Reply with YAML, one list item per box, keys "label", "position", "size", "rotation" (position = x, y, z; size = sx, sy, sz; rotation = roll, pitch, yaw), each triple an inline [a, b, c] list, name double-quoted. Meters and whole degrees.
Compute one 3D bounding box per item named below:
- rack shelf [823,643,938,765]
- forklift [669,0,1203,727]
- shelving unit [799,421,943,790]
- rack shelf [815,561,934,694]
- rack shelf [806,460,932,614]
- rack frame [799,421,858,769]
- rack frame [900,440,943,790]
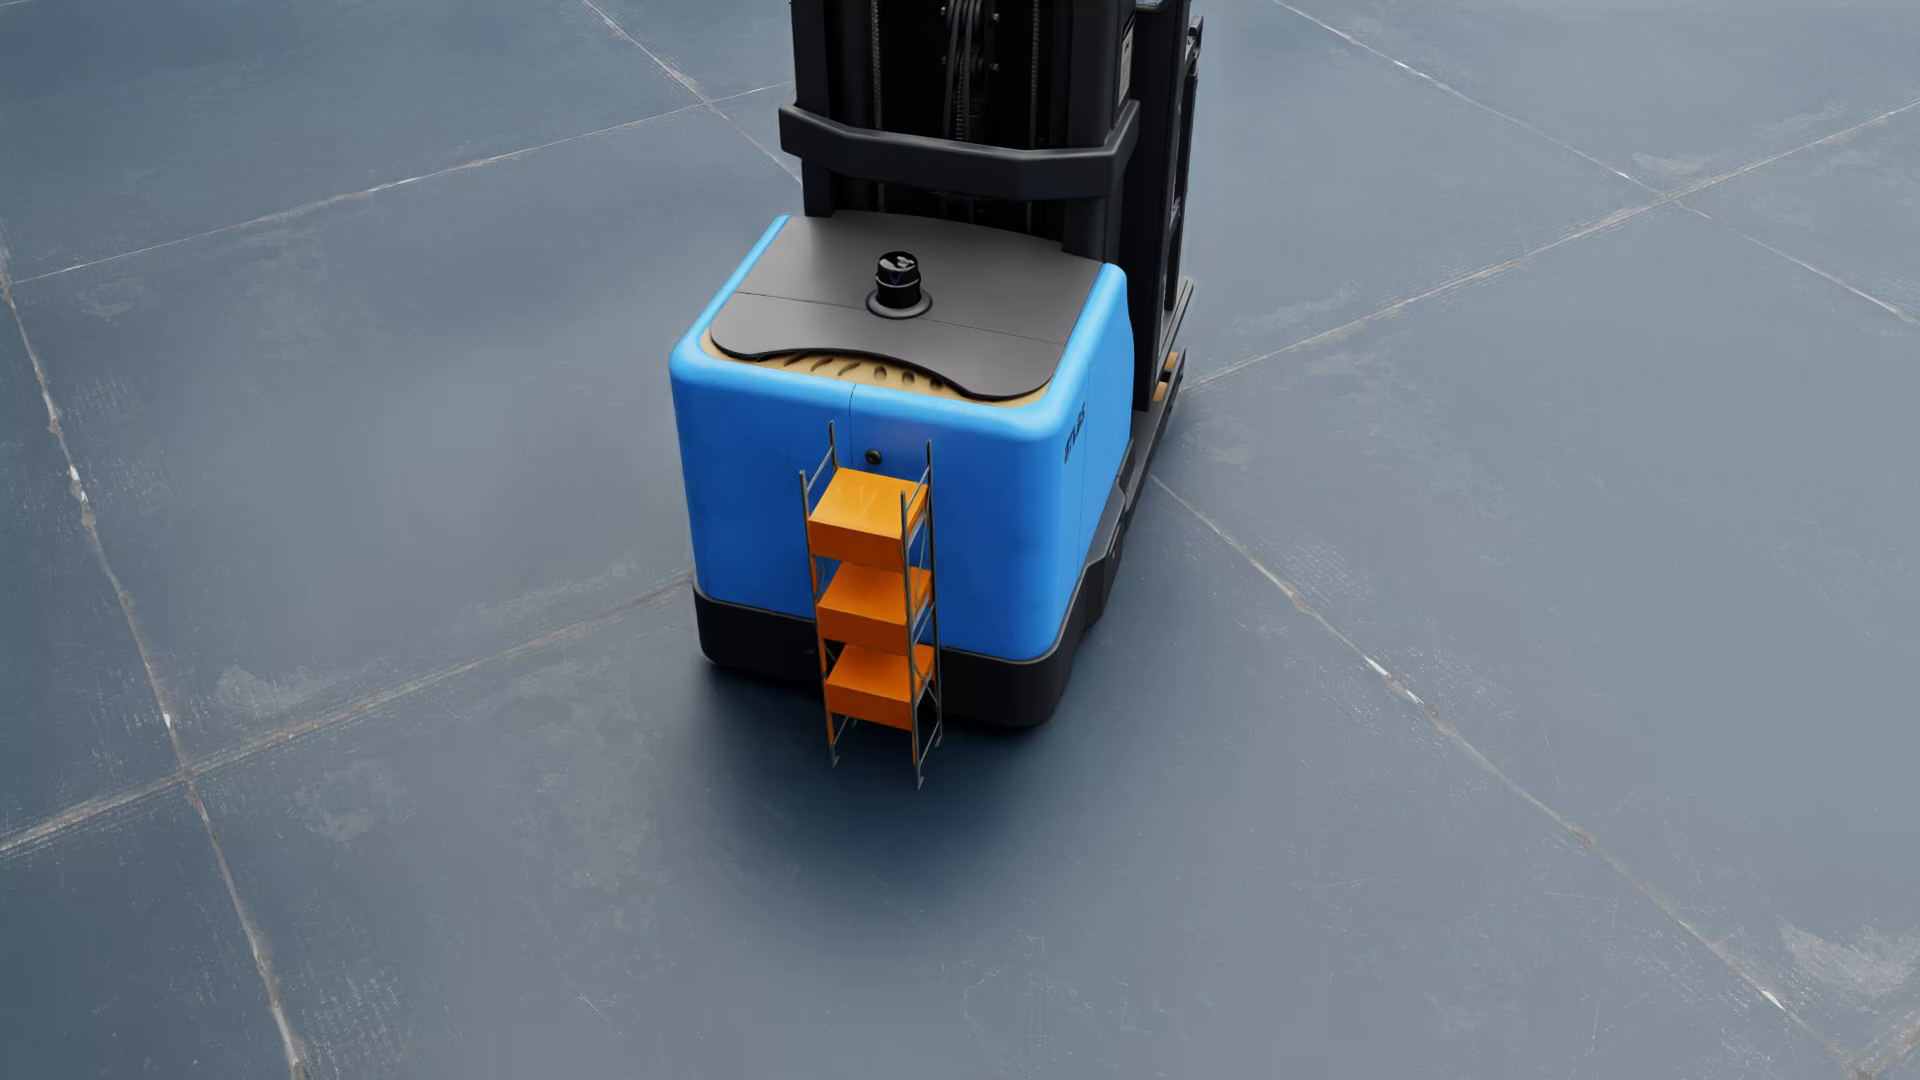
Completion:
- label: "rack shelf"
  position: [-0.203, 0.406, 4.384]
  size: [0.240, 0.259, 0.215]
  rotation: [12, 44, 14]
- label: "forklift"
  position: [0.161, -1.569, 4.843]
  size: [1.130, 2.935, 3.031]
  rotation: [11, 41, 13]
- label: "shelving unit"
  position: [-0.208, 0.194, 4.189]
  size: [0.252, 1.050, 0.215]
  rotation: [12, 44, 14]
- label: "rack shelf"
  position: [-0.207, 0.201, 4.196]
  size: [0.240, 0.259, 0.215]
  rotation: [12, 44, 14]
- label: "rack shelf"
  position: [-0.212, -0.007, 4.004]
  size: [0.240, 0.259, 0.215]
  rotation: [12, 44, 14]
- label: "rack frame"
  position: [-0.324, 0.169, 4.218]
  size: [0.008, 1.050, 0.200]
  rotation: [12, 44, 14]
- label: "rack frame"
  position: [-0.092, 0.218, 4.160]
  size: [0.008, 1.050, 0.200]
  rotation: [12, 44, 14]
